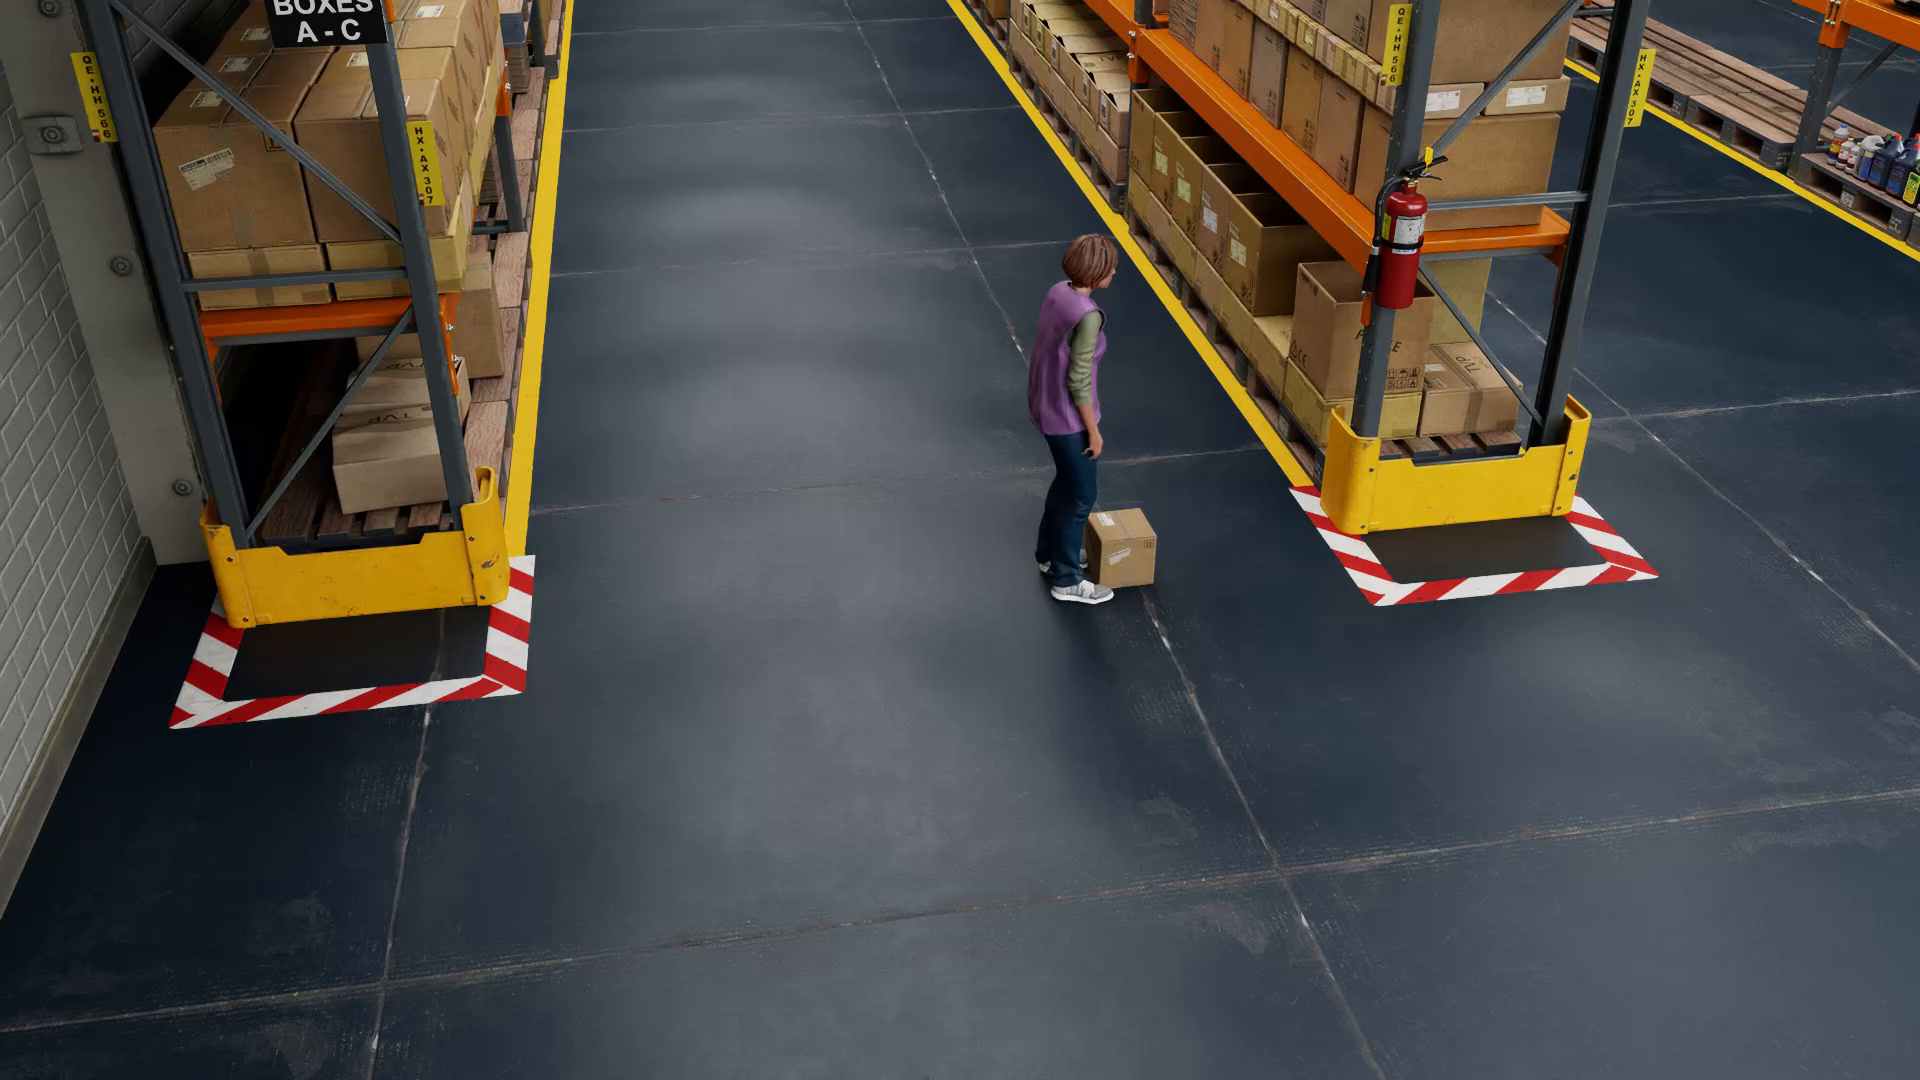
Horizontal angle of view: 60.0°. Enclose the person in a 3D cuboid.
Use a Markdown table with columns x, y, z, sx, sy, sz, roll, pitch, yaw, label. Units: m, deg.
| x | y | z | sx | sy | sz | roll | pitch | yaw | label |
| --- | --- | --- | --- | --- | --- | --- | --- | --- | --- |
| 0.469 | -0.507 | 6.993 | 0.342 | 1.582 | 0.485 | -7 | 32 | -12 | person |
